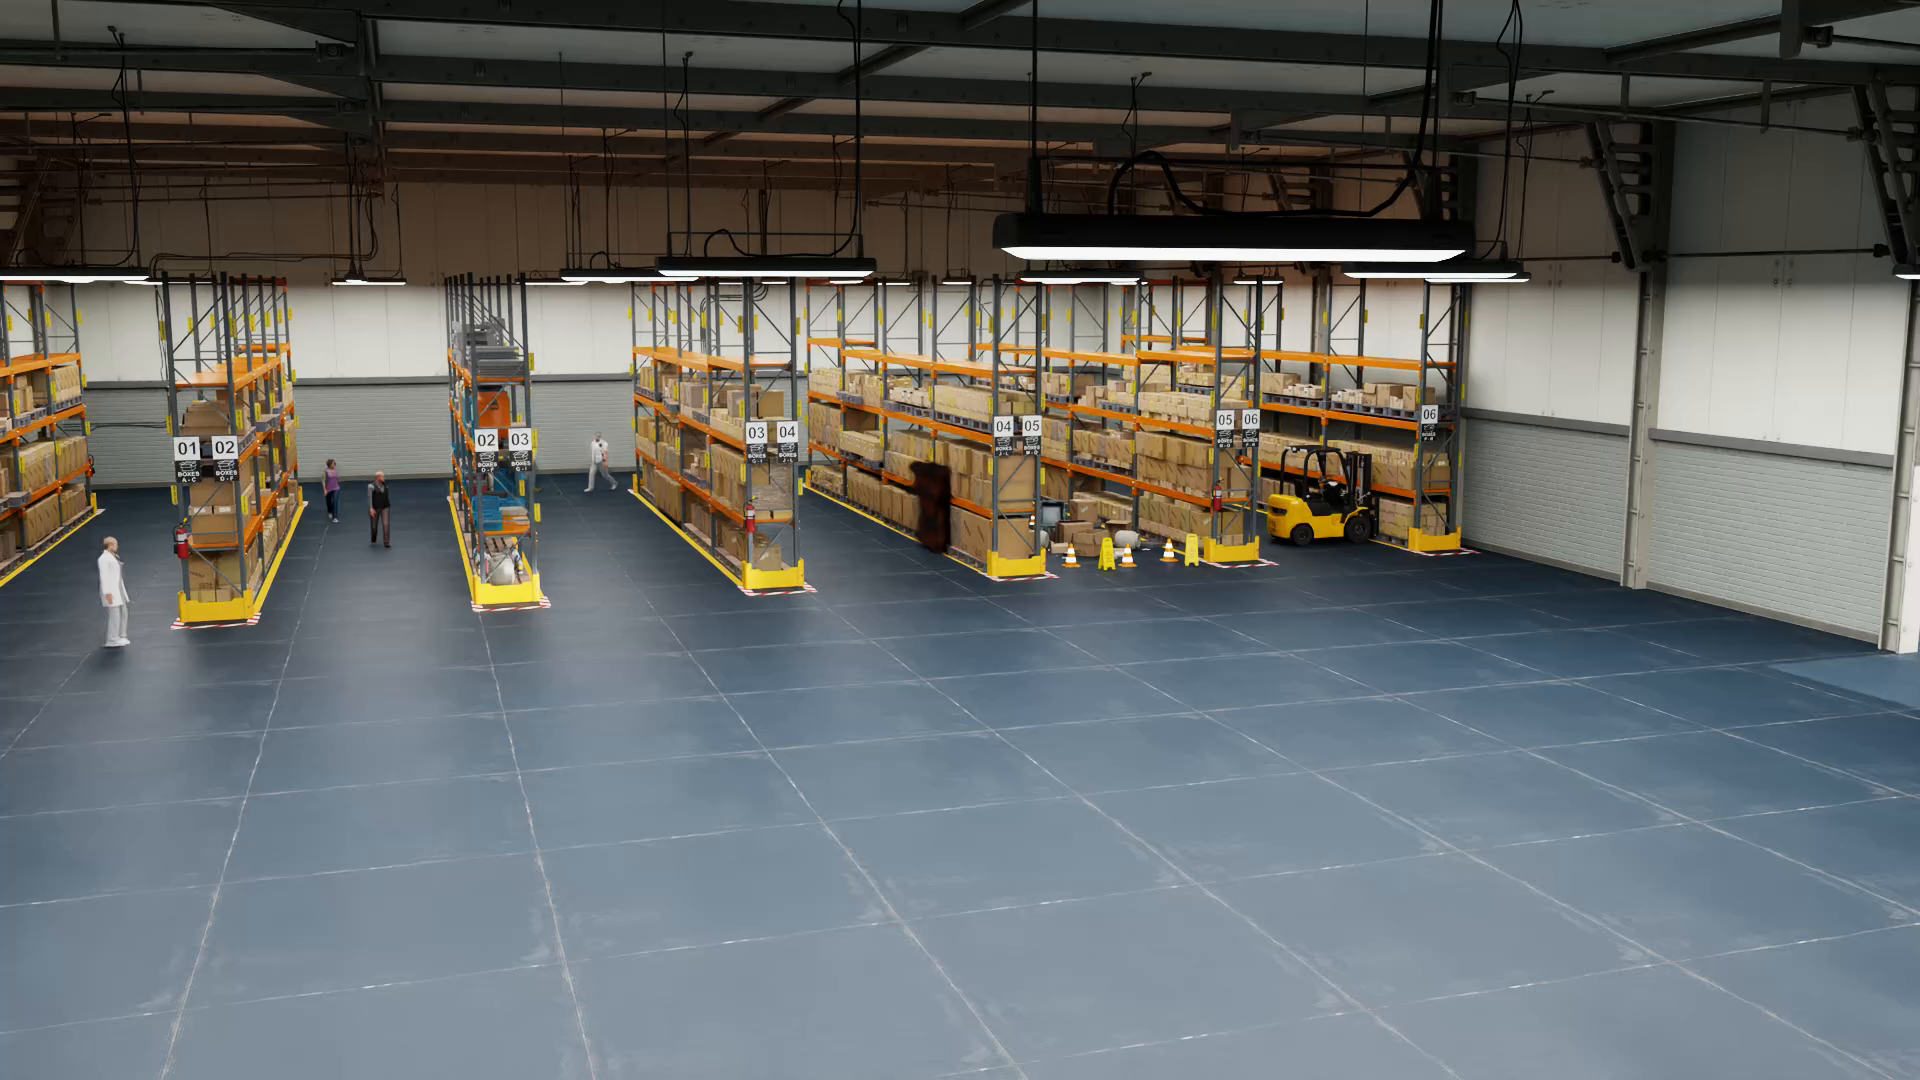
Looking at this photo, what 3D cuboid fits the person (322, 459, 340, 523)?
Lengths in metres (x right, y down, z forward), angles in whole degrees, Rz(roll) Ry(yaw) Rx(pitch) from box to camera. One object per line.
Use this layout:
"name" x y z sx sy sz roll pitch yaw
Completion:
"person" -15.526 -1.235 41.044 0.401 1.555 0.823 -3 9 -20

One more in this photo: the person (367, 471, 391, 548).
"person" -12.946 -0.699 37.066 0.486 1.679 0.841 -3 9 -21

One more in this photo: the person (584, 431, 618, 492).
"person" -10.201 -2.222 47.055 0.629 1.716 1.032 7 11 38

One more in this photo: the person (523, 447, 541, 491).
"person" -12.183 -2.253 47.048 0.600 1.754 0.529 -2 9 -12

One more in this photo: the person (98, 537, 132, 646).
"person" -13.634 0.851 26.782 0.431 1.821 0.668 0 9 2
